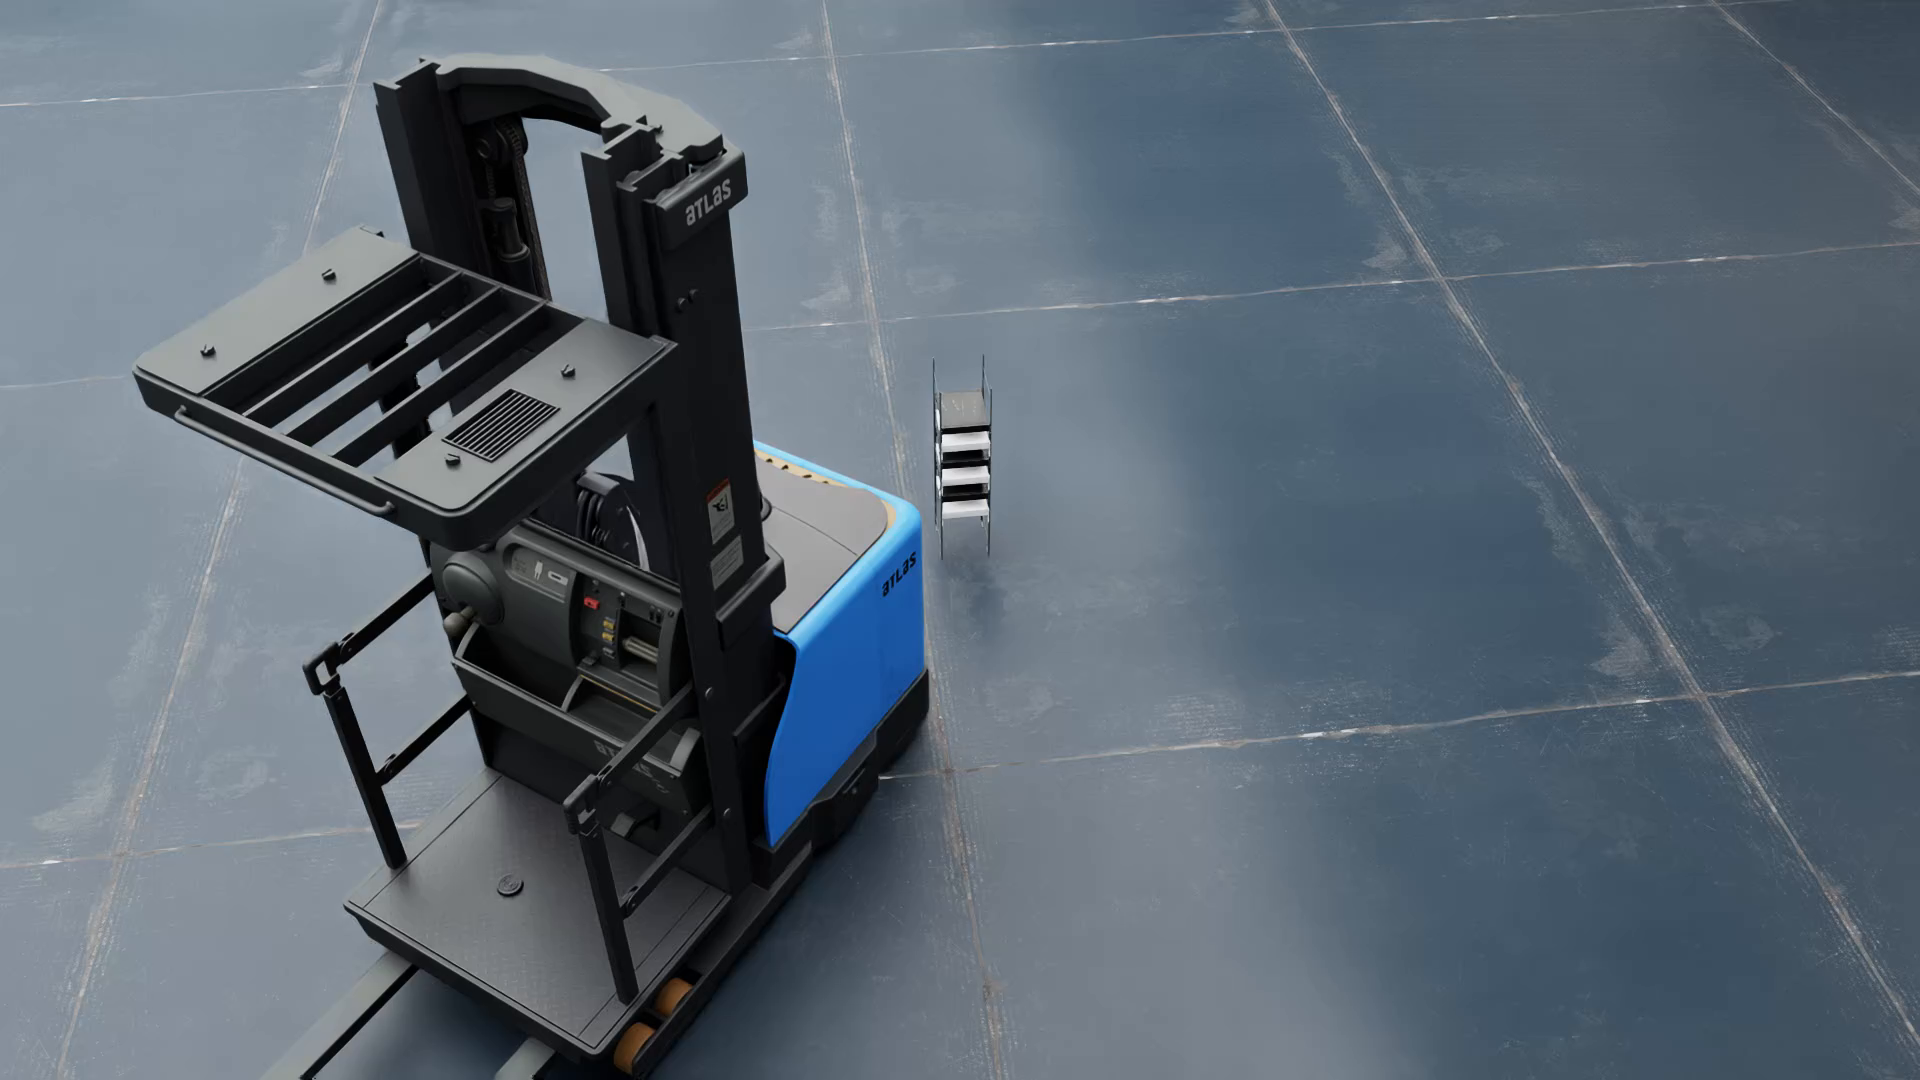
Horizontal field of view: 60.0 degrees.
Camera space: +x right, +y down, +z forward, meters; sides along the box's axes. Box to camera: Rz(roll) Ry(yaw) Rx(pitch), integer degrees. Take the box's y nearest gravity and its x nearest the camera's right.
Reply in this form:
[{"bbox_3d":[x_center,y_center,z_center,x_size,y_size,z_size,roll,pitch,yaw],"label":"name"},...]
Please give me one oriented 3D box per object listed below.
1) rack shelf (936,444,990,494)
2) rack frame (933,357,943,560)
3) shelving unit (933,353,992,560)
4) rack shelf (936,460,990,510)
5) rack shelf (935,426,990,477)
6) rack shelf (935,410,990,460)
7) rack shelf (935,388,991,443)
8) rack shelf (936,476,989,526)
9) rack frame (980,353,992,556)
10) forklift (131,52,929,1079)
[{"bbox_3d":[0.008,-0.310,6.972,0.200,0.077,0.258,-5,42,-6],"label":"rack shelf"},{"bbox_3d":[-0.093,-0.326,6.940,0.006,0.900,0.240,-5,42,-6],"label":"rack frame"},{"bbox_3d":[0.008,-0.335,6.949,0.210,0.900,0.258,-5,42,-6],"label":"shelving unit"},{"bbox_3d":[0.008,-0.243,7.032,0.200,0.077,0.258,-5,42,-6],"label":"rack shelf"},{"bbox_3d":[0.008,-0.377,6.911,0.200,0.077,0.258,-5,42,-6],"label":"rack shelf"},{"bbox_3d":[0.008,-0.444,6.851,0.200,0.077,0.258,-5,42,-6],"label":"rack shelf"},{"bbox_3d":[0.008,-0.511,6.791,0.200,0.077,0.258,-5,42,-6],"label":"rack shelf"},{"bbox_3d":[0.008,-0.176,7.092,0.200,0.077,0.258,-5,42,-6],"label":"rack shelf"},{"bbox_3d":[0.109,-0.344,6.959,0.006,0.900,0.240,-5,42,-6],"label":"rack frame"},{"bbox_3d":[-1.310,0.270,4.763,1.130,2.935,3.031,22,46,23],"label":"forklift"}]
